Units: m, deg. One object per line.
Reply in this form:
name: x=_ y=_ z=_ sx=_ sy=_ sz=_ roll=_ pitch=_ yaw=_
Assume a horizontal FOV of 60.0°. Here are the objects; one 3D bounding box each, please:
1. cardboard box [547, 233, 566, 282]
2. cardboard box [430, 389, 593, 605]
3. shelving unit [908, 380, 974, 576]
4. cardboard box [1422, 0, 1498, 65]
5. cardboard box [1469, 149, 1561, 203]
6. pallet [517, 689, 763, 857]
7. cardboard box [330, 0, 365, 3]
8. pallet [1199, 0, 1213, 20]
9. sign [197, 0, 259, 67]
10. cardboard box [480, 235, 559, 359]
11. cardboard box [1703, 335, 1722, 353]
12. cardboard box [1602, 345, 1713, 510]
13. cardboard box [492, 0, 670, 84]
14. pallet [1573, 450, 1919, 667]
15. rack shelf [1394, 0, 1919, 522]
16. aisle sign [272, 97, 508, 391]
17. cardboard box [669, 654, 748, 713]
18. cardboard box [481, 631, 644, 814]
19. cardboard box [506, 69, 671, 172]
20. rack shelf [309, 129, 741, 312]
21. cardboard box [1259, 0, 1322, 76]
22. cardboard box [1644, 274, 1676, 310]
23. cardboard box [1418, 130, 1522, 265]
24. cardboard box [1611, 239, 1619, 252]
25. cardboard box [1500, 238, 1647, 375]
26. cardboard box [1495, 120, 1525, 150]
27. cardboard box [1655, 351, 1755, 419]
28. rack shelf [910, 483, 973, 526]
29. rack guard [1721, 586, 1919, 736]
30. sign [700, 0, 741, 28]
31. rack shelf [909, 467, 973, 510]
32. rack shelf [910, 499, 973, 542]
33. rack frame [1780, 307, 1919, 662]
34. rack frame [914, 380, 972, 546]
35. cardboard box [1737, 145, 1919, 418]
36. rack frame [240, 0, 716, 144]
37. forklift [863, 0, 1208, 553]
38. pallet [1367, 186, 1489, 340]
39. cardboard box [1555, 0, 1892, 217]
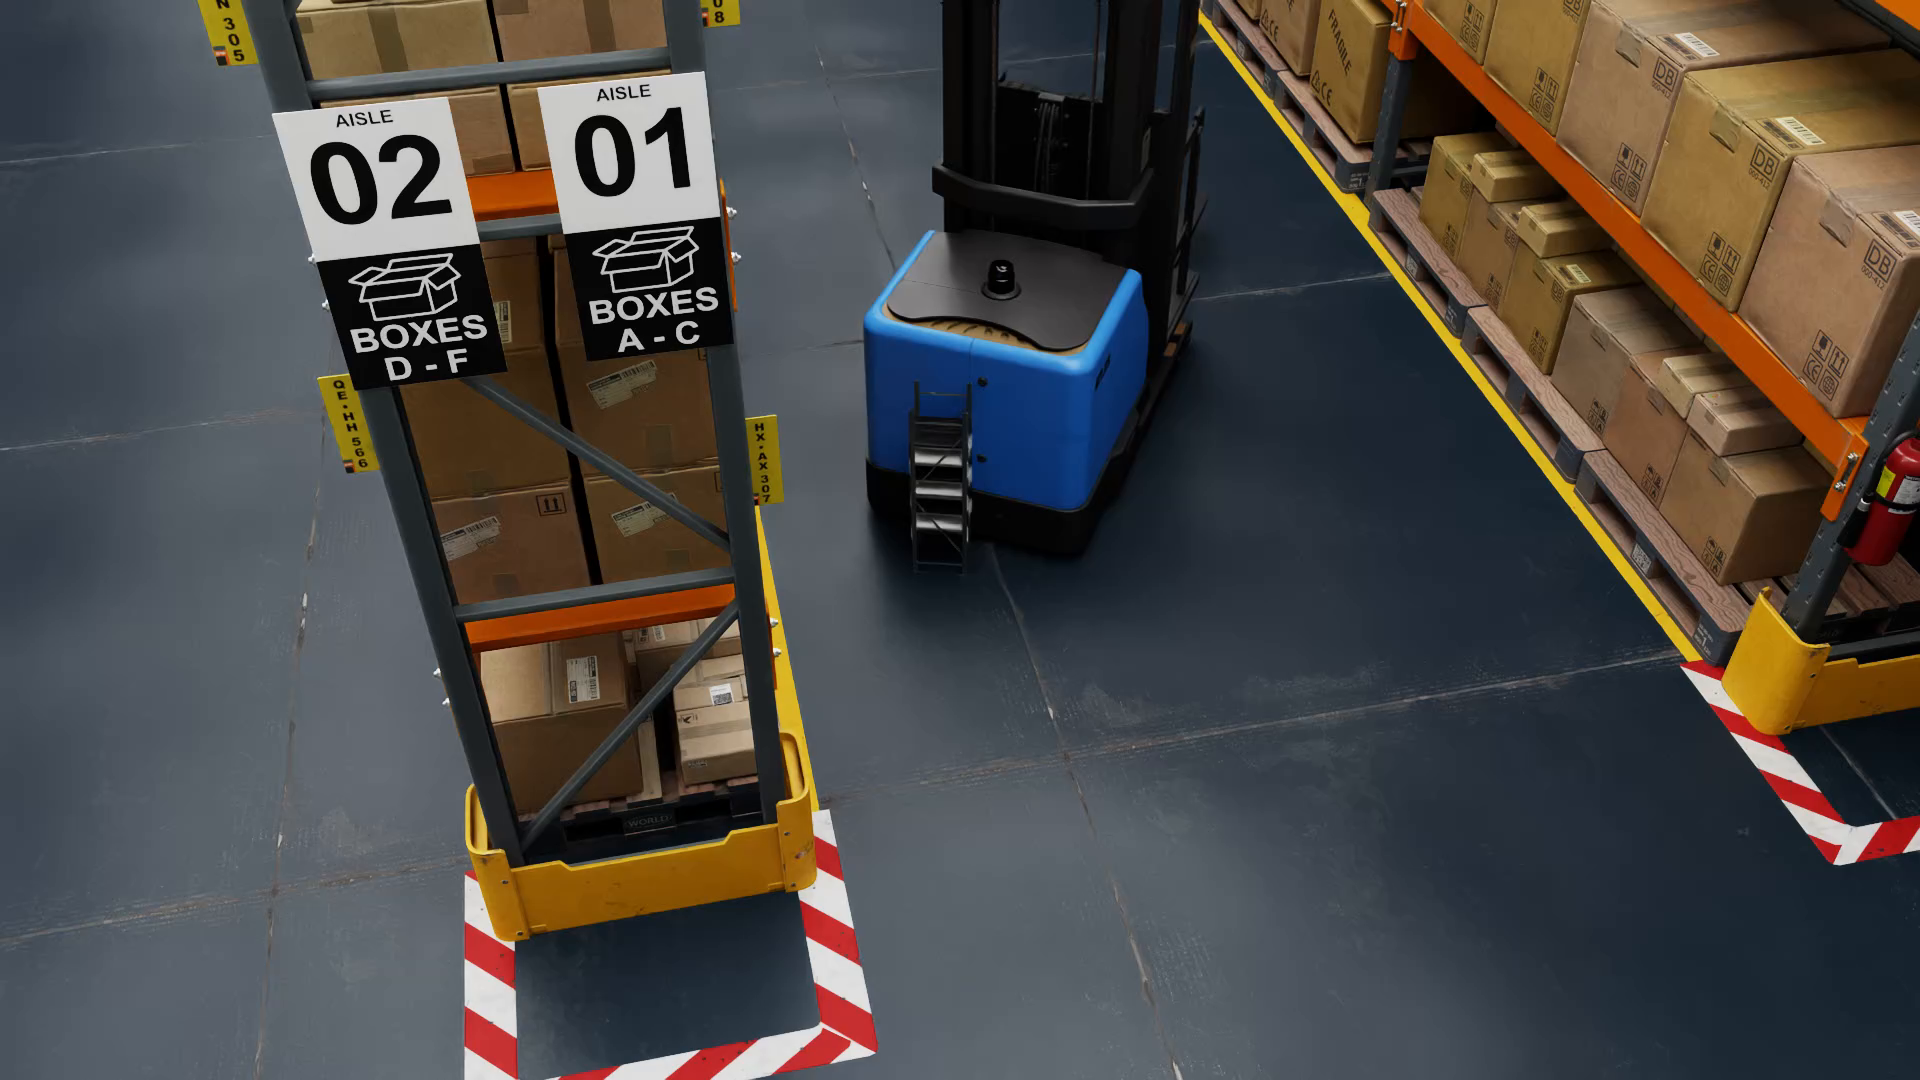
cardboard box: x=-1.065 y=-0.903 z=5.461 sx=0.500 sy=0.500 sz=0.500 roll=-8 pitch=42 yaw=-9
cardboard box: x=-1.469 y=-0.118 z=5.329 sx=0.500 sy=0.500 sz=0.500 roll=-7 pitch=42 yaw=-8
shelving unit: x=-0.080 y=-0.253 z=7.139 sx=0.258 sy=0.900 sz=0.210 roll=3 pitch=42 yaw=4
cardboard box: x=2.968 y=-2.892 z=8.304 sx=0.980 sy=0.700 sz=0.700 roll=-8 pitch=42 yaw=-9
cardboard box: x=2.824 y=-1.851 z=8.436 sx=0.380 sy=0.149 sz=0.250 roll=-7 pitch=42 yaw=-8
pallet: x=-1.296 y=0.648 z=6.643 sx=1.003 sy=0.211 sz=1.213 roll=-8 pitch=42 yaw=-9
cardboard box: x=-1.233 y=-1.693 z=4.091 sx=0.700 sy=0.500 sz=0.500 roll=-8 pitch=42 yaw=-9
pallet: x=2.100 y=-4.162 z=12.061 sx=1.003 sy=0.211 sz=1.213 roll=-8 pitch=42 yaw=-9
sign: x=-1.652 y=-1.215 z=3.715 sx=0.100 sy=0.325 sz=0.005 roll=-8 pitch=42 yaw=-9
cardboard box: x=-1.581 y=-0.817 z=5.364 sx=0.500 sy=0.500 sz=0.500 roll=-7 pitch=42 yaw=-8
cardboard box: x=3.540 y=-0.883 z=7.345 sx=0.380 sy=0.149 sz=0.250 roll=-8 pitch=42 yaw=-9
cardboard box: x=3.373 y=-0.527 z=7.433 sx=0.700 sy=0.500 sz=0.500 roll=-8 pitch=42 yaw=-9
cardboard box: x=-0.963 y=-1.452 z=4.385 sx=0.500 sy=0.250 sz=0.500 roll=-8 pitch=42 yaw=-9
pallet: x=3.481 y=-0.005 z=7.379 sx=1.003 sy=0.211 sz=1.213 roll=-8 pitch=42 yaw=-9
rack shelf: x=3.298 y=-1.568 z=7.581 sx=1.077 sy=0.370 sz=4.000 roll=-8 pitch=42 yaw=-9
aisle sign: x=-1.391 y=-0.713 z=4.117 sx=0.394 sy=0.787 sz=0.004 roll=-8 pitch=42 yaw=-9
cardboard box: x=-0.915 y=0.584 z=6.418 sx=0.380 sy=0.166 sz=0.250 roll=-8 pitch=42 yaw=-9
cardboard box: x=-1.464 y=0.624 z=6.120 sx=0.500 sy=0.500 sz=0.500 roll=-8 pitch=42 yaw=-9
cardboard box: x=-0.969 y=-1.264 z=4.550 sx=0.500 sy=0.250 sz=0.500 roll=-8 pitch=42 yaw=-9
rack shelf: x=-1.538 y=-1.978 z=5.783 sx=1.077 sy=0.370 sz=4.000 roll=-8 pitch=42 yaw=-9
cardboard box: x=2.405 y=-3.465 z=10.479 sx=0.750 sy=0.750 sz=0.750 roll=-7 pitch=42 yaw=-8
cardboard box: x=3.428 y=-1.214 z=7.718 sx=0.380 sy=0.149 sz=0.250 roll=-8 pitch=42 yaw=-9
cardboard box: x=2.928 y=-1.857 z=8.930 sx=0.700 sy=0.500 sz=0.500 roll=-8 pitch=42 yaw=-9
cardboard box: x=3.317 y=-1.546 z=8.092 sx=0.380 sy=0.149 sz=0.250 roll=-8 pitch=42 yaw=-9
cardboard box: x=3.142 y=-1.198 z=8.188 sx=0.700 sy=0.500 sz=0.500 roll=-7 pitch=42 yaw=-8
cardboard box: x=3.090 y=-2.222 z=8.853 sx=0.380 sy=0.149 sz=0.250 roll=-9 pitch=42 yaw=-10
cardboard box: x=3.220 y=-0.668 z=7.103 sx=0.380 sy=0.149 sz=0.250 roll=-7 pitch=42 yaw=-8
rack shelf: x=-0.080 y=-0.161 z=7.221 sx=0.258 sy=0.077 sz=0.200 roll=3 pitch=42 yaw=4
rack guard: x=3.735 y=0.409 z=6.694 sx=1.175 sy=0.500 sz=0.348 roll=-8 pitch=42 yaw=-9
sign: x=-0.576 y=-1.355 z=3.881 sx=0.100 sy=0.325 sz=0.005 roll=-8 pitch=42 yaw=-9
rack shelf: x=-0.080 y=-0.228 z=7.161 sx=0.258 sy=0.077 sz=0.200 roll=3 pitch=42 yaw=4
rack shelf: x=-0.080 y=-0.094 z=7.281 sx=0.258 sy=0.077 sz=0.200 roll=3 pitch=42 yaw=4
rack frame: x=3.730 y=-0.541 z=5.882 sx=1.000 sy=3.000 sz=0.127 roll=-8 pitch=42 yaw=-9
rack frame: x=-0.071 y=-0.320 z=7.215 sx=0.240 sy=0.900 sz=0.006 roll=3 pitch=42 yaw=4
cardboard box: x=3.610 y=-0.982 z=6.153 sx=0.980 sy=0.700 sz=0.700 roll=-7 pitch=42 yaw=-7
rack frame: x=-1.106 y=-2.072 z=3.088 sx=1.000 sy=3.000 sz=0.127 roll=-8 pitch=42 yaw=-9
forklift: x=0.561 y=-2.027 z=7.607 sx=1.130 sy=2.935 sz=3.031 roll=14 pitch=43 yaw=15
pallet: x=2.954 y=-1.587 z=9.160 sx=1.003 sy=0.211 sz=1.213 roll=-8 pitch=42 yaw=-9
cardboard box: x=3.287 y=-1.948 z=7.241 sx=0.980 sy=0.700 sz=0.700 roll=-10 pitch=43 yaw=-11
